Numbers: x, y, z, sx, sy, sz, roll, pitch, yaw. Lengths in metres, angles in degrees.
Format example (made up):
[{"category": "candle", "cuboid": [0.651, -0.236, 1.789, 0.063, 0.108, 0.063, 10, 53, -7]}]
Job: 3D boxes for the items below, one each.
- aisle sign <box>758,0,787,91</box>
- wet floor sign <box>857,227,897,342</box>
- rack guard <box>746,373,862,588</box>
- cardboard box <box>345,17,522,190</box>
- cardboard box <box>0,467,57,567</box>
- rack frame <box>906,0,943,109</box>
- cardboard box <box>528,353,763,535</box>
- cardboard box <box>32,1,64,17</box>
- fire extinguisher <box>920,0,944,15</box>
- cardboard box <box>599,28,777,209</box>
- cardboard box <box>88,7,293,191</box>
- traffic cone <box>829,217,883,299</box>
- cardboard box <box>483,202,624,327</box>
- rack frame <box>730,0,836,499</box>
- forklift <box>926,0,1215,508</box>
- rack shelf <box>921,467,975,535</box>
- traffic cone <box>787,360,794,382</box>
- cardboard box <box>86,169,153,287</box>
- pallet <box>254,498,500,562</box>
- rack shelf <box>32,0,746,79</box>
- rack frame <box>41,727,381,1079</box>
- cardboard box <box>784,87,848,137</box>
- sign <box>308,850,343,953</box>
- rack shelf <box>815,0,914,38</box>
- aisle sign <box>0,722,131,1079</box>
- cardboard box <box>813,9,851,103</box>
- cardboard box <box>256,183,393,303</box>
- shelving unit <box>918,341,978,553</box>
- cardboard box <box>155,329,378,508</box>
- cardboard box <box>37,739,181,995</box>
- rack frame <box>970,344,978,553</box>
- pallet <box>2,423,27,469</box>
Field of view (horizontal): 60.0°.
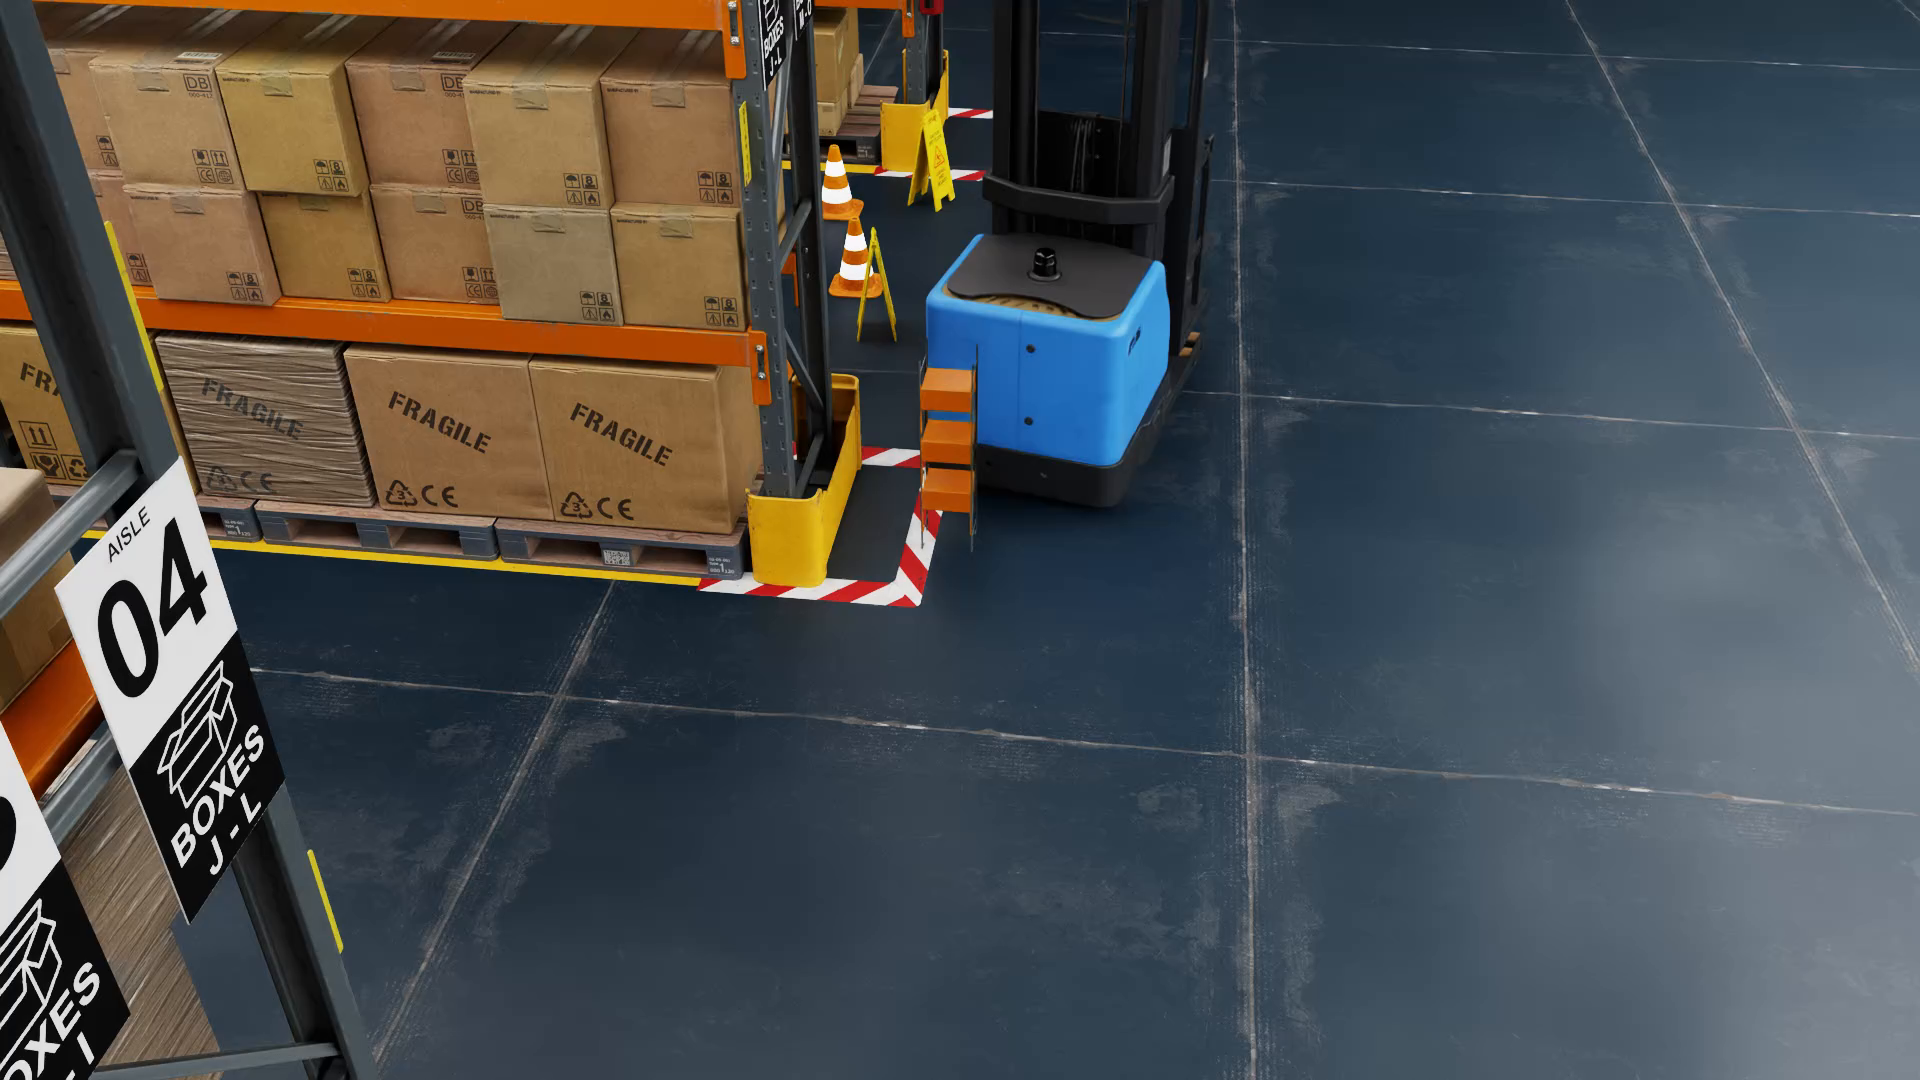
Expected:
[{"category": "aisle sign", "cuboid": [-0.749, -2.220, 6.540, 0.004, 0.787, 0.394, 4, 36, 6]}, {"category": "wet floor sign", "cuboid": [-0.500, -1.520, 9.825, 0.232, 0.644, 0.267, -2, 36, -2]}, {"category": "rack guard", "cuboid": [-0.757, -0.321, 8.269, 0.348, 0.500, 1.175, 4, 36, 6]}, {"category": "cardboard box", "cuboid": [-2.240, -1.997, 7.408, 0.550, 0.550, 0.875, 4, 36, 6]}, {"category": "cardboard box", "cuboid": [-1.757, 0.035, 2.823, 0.250, 0.149, 0.380, 4, 36, 6]}, {"category": "rack frame", "cuboid": [-0.251, -4.199, 11.552, 0.127, 3.000, 1.000, 4, 36, 6]}, {"category": "cardboard box", "cuboid": [-1.462, -0.658, 8.057, 0.875, 0.875, 0.875, 4, 36, 6]}, {"category": "cardboard box", "cuboid": [-4.387, -2.089, 7.537, 0.550, 0.550, 0.875, 4, 36, 6]}, {"category": "fire extinguisher", "cuboid": [-0.196, -3.894, 11.191, 0.183, 0.674, 0.296, 4, 36, 6]}, {"category": "cardboard box", "cuboid": [-1.144, -1.890, 7.258, 0.550, 0.550, 0.875, 4, 36, 6]}, {"category": "cardboard box", "cuboid": [-3.309, -1.996, 7.406, 0.550, 0.550, 0.875, 4, 36, 6]}, {"category": "traffic cone", "cuboid": [-0.646, -1.791, 10.361, 0.334, 0.463, 0.336, 4, 36, 6]}, {"category": "cardboard box", "cuboid": [-1.703, -1.430, 7.543, 0.550, 0.550, 0.875, 4, 36, 6]}, {"category": "rack frame", "cuboid": [-0.781, -1.340, 7.545, 0.127, 3.000, 1.000, 4, 36, 6]}, {"category": "forklift", "cuboid": [0.793, -2.210, 8.823, 1.130, 2.935, 3.031, 12, 37, 16]}, {"category": "rack shelf", "cuboid": [-0.053, -0.196, 8.118, 0.240, 0.259, 0.215, 4, 36, 6]}, {"category": "traffic cone", "cuboid": [-1.127, -1.165, 9.484, 0.334, 0.463, 0.336, 4, 36, 6]}, {"category": "cardboard box", "cuboid": [-3.833, -1.649, 7.849, 0.550, 0.550, 0.875, 4, 36, 6]}, {"category": "pallet", "cuboid": [-2.791, -0.311, 8.504, 1.213, 0.211, 1.003, 4, 36, 6]}, {"category": "rack shelf", "cuboid": [-2.765, -2.416, 7.090, 4.000, 0.370, 1.077, 4, 36, 6]}, {"category": "rack frame", "cuboid": [-1.513, 1.511, 3.551, 0.127, 3.000, 1.000, 4, 36, 6]}, {"category": "cardboard box", "cuboid": [-1.111, -3.158, 12.098, 0.500, 0.250, 0.500, 4, 36, 6]}, {"category": "sign", "cuboid": [-1.444, 0.846, 3.738, 0.005, 0.325, 0.100, 4, 36, 6]}, {"category": "rack shelf", "cuboid": [-2.235, -4.055, 11.968, 4.000, 0.370, 1.077, 4, 36, 6]}, {"category": "aisle sign", "cuboid": [-1.490, 0.630, 2.548, 0.004, 0.787, 0.394, 4, 36, 6]}, {"category": "cardboard box", "cuboid": [-1.079, -3.465, 11.883, 0.500, 0.500, 0.500, 4, 36, 6]}, {"category": "cardboard box", "cuboid": [-2.774, -1.560, 7.724, 0.500, 0.550, 0.875, 4, 36, 6]}, {"category": "shelving unit", "cuboid": [-0.053, -0.431, 7.951, 0.252, 1.050, 0.215, 4, 36, 6]}, {"category": "cardboard box", "cuboid": [-3.239, -0.791, 8.243, 0.875, 0.875, 0.875, 5, 36, 6]}, {"category": "cardboard box", "cuboid": [-2.024, 0.744, 3.422, 0.500, 0.500, 0.500, 4, 36, 6]}, {"category": "rack frame", "cuboid": [0.068, -0.422, 7.938, 0.008, 1.050, 0.200, 4, 36, 6]}, {"category": "pallet", "cuboid": [-5.524, -0.514, 8.789, 1.213, 0.211, 1.003, 4, 36, 6]}]
